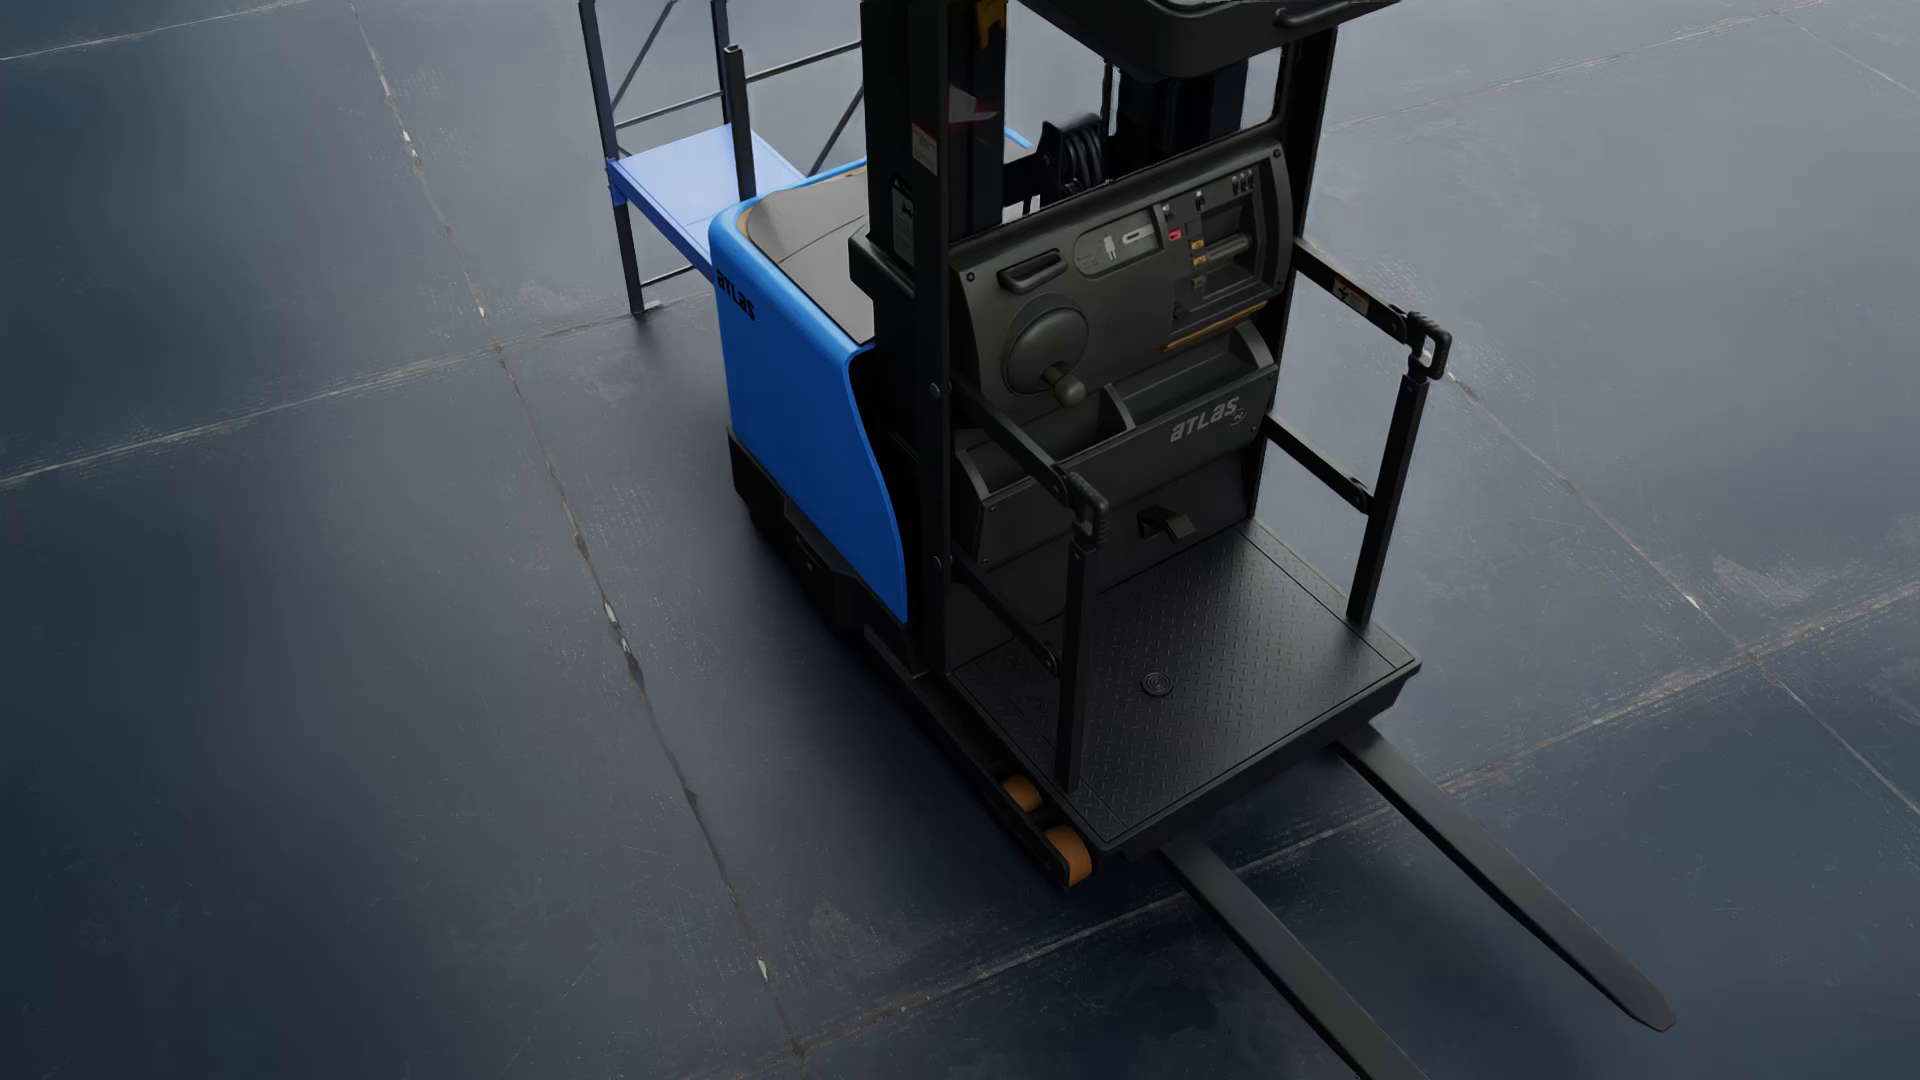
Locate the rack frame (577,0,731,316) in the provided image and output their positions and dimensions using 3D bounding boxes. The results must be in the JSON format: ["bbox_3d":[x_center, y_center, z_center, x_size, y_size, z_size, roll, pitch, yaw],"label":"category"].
[{"bbox_3d":[-0.993,-1.462,5.664,0.500,1.500,0.032,-26,50,-24],"label":"rack frame"}]

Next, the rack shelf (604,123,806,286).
[{"bbox_3d":[-0.706,-1.039,5.491,0.538,0.185,1.000,-26,50,-24],"label":"rack shelf"}]

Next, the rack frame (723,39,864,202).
[{"bbox_3d":[-0.419,-0.872,5.066,0.500,1.500,0.032,-26,50,-24],"label":"rack frame"}]

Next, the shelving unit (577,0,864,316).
[{"bbox_3d":[-0.706,-1.167,5.365,0.538,1.500,1.048,-26,50,-24],"label":"shelving unit"}]

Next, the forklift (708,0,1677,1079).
[{"bbox_3d":[0.521,-0.530,3.701,1.130,2.935,3.031,-26,50,-24],"label":"forklift"}]
